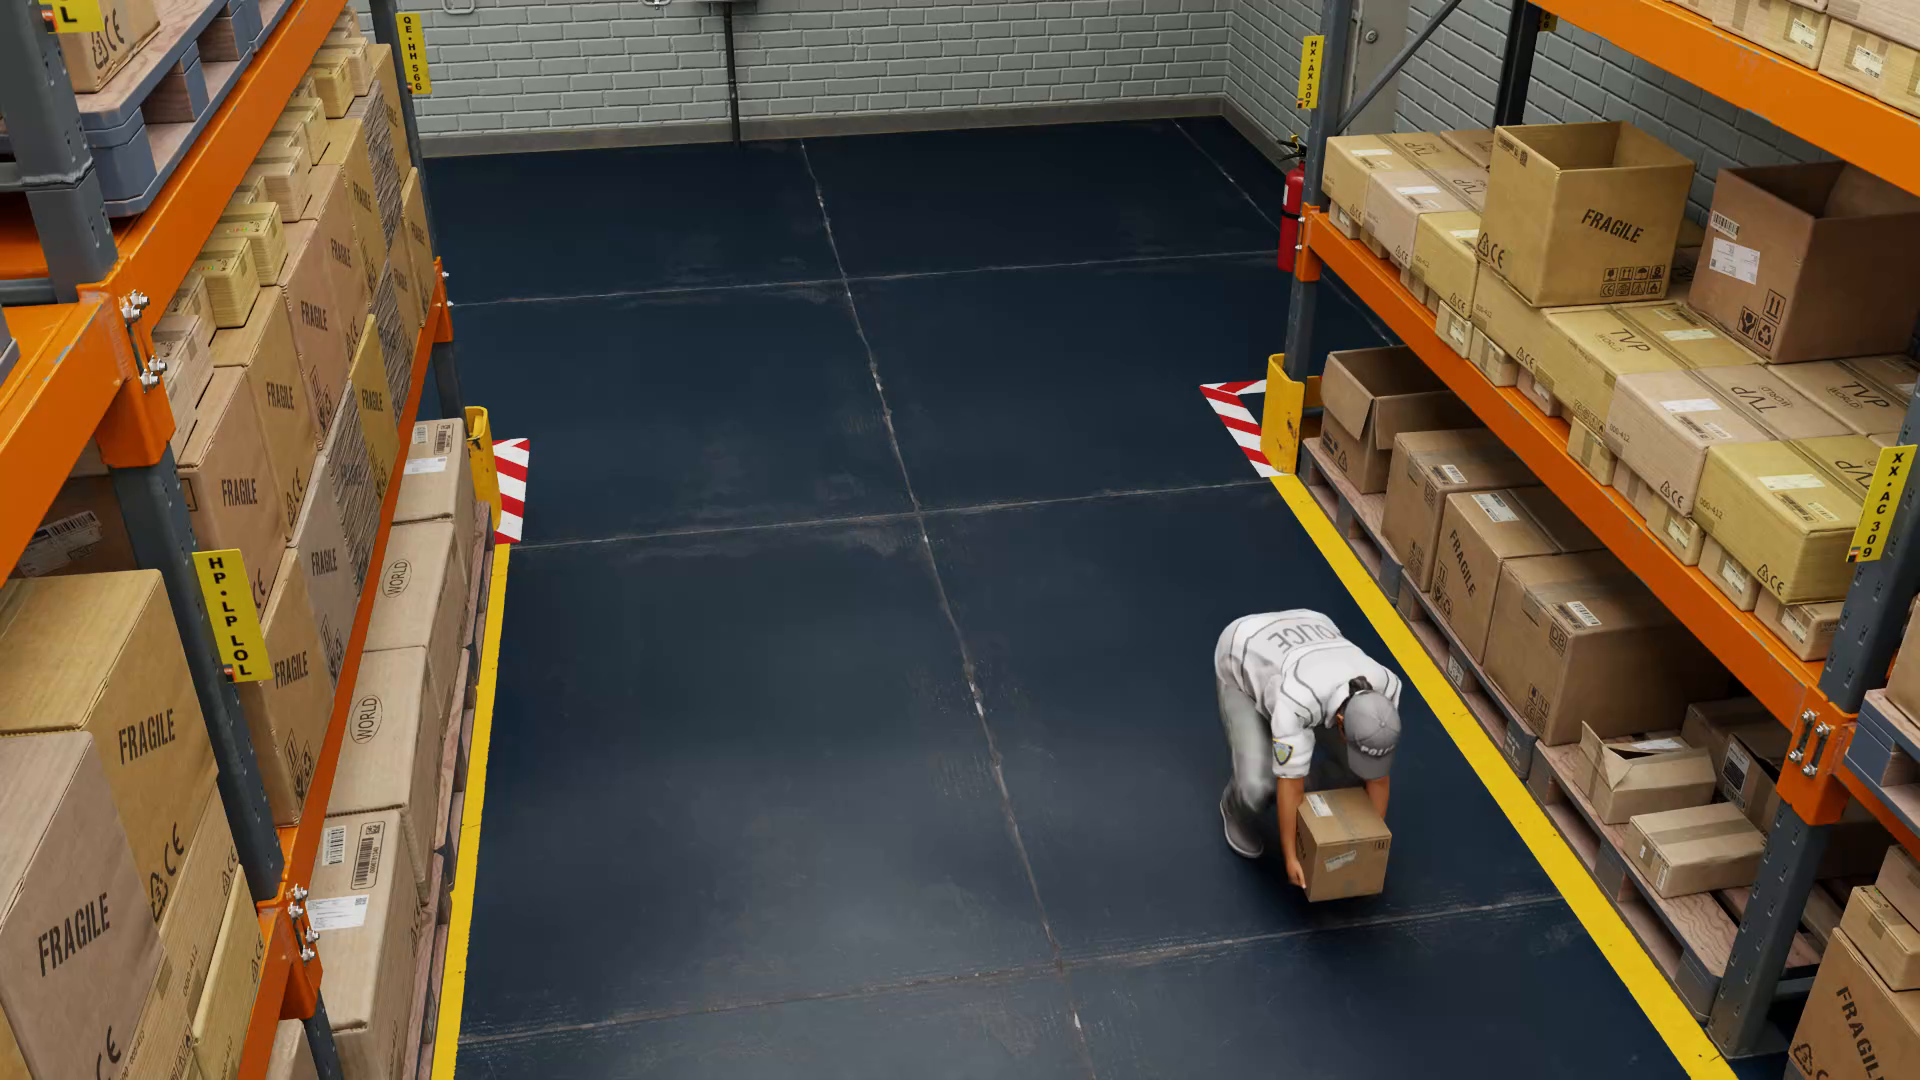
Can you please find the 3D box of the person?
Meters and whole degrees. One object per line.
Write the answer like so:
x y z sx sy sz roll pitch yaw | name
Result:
1.181 0.710 5.652 0.521 0.943 0.921 -7 31 -11 | person
